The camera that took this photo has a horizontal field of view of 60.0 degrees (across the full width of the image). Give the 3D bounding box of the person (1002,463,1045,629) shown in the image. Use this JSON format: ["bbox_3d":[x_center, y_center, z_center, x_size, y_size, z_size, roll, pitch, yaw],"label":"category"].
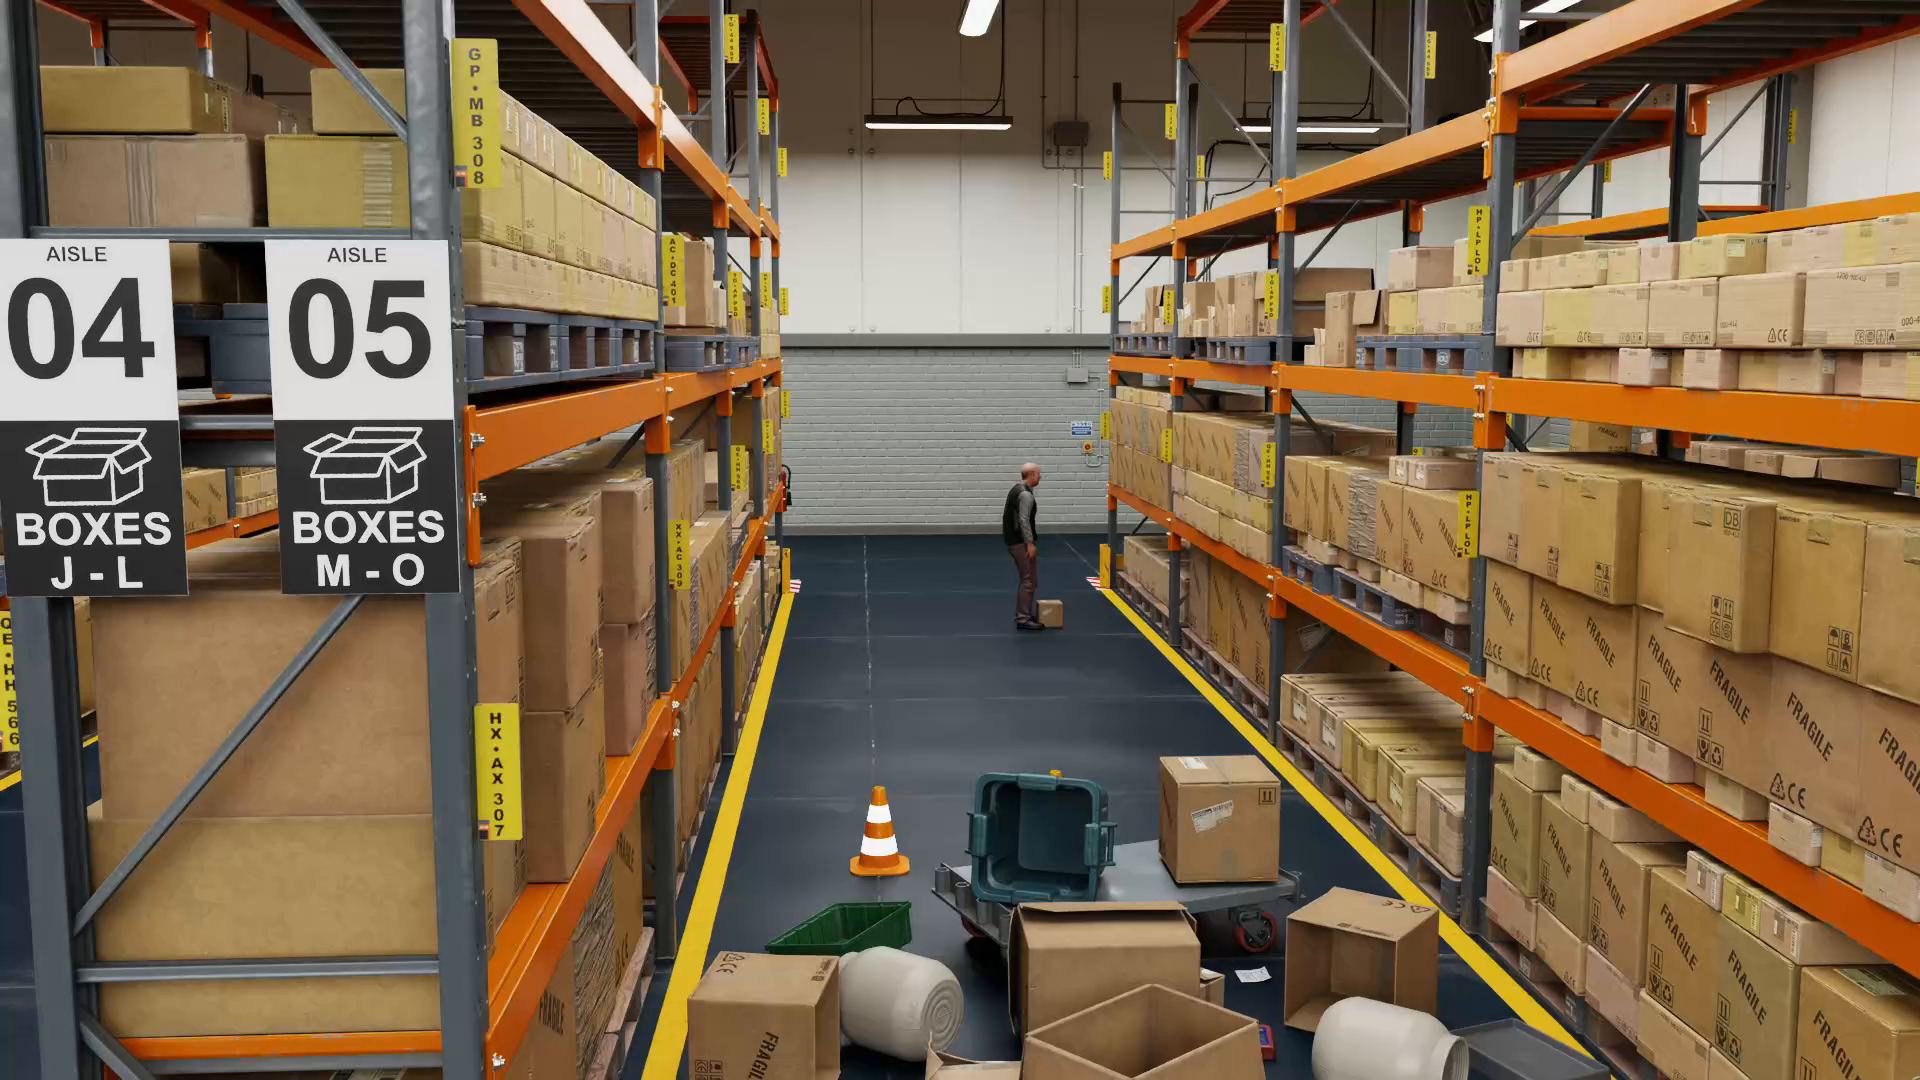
[{"bbox_3d":[0.683,0.049,17.441,0.475,1.719,0.581,-1,7,-7],"label":"person"}]
